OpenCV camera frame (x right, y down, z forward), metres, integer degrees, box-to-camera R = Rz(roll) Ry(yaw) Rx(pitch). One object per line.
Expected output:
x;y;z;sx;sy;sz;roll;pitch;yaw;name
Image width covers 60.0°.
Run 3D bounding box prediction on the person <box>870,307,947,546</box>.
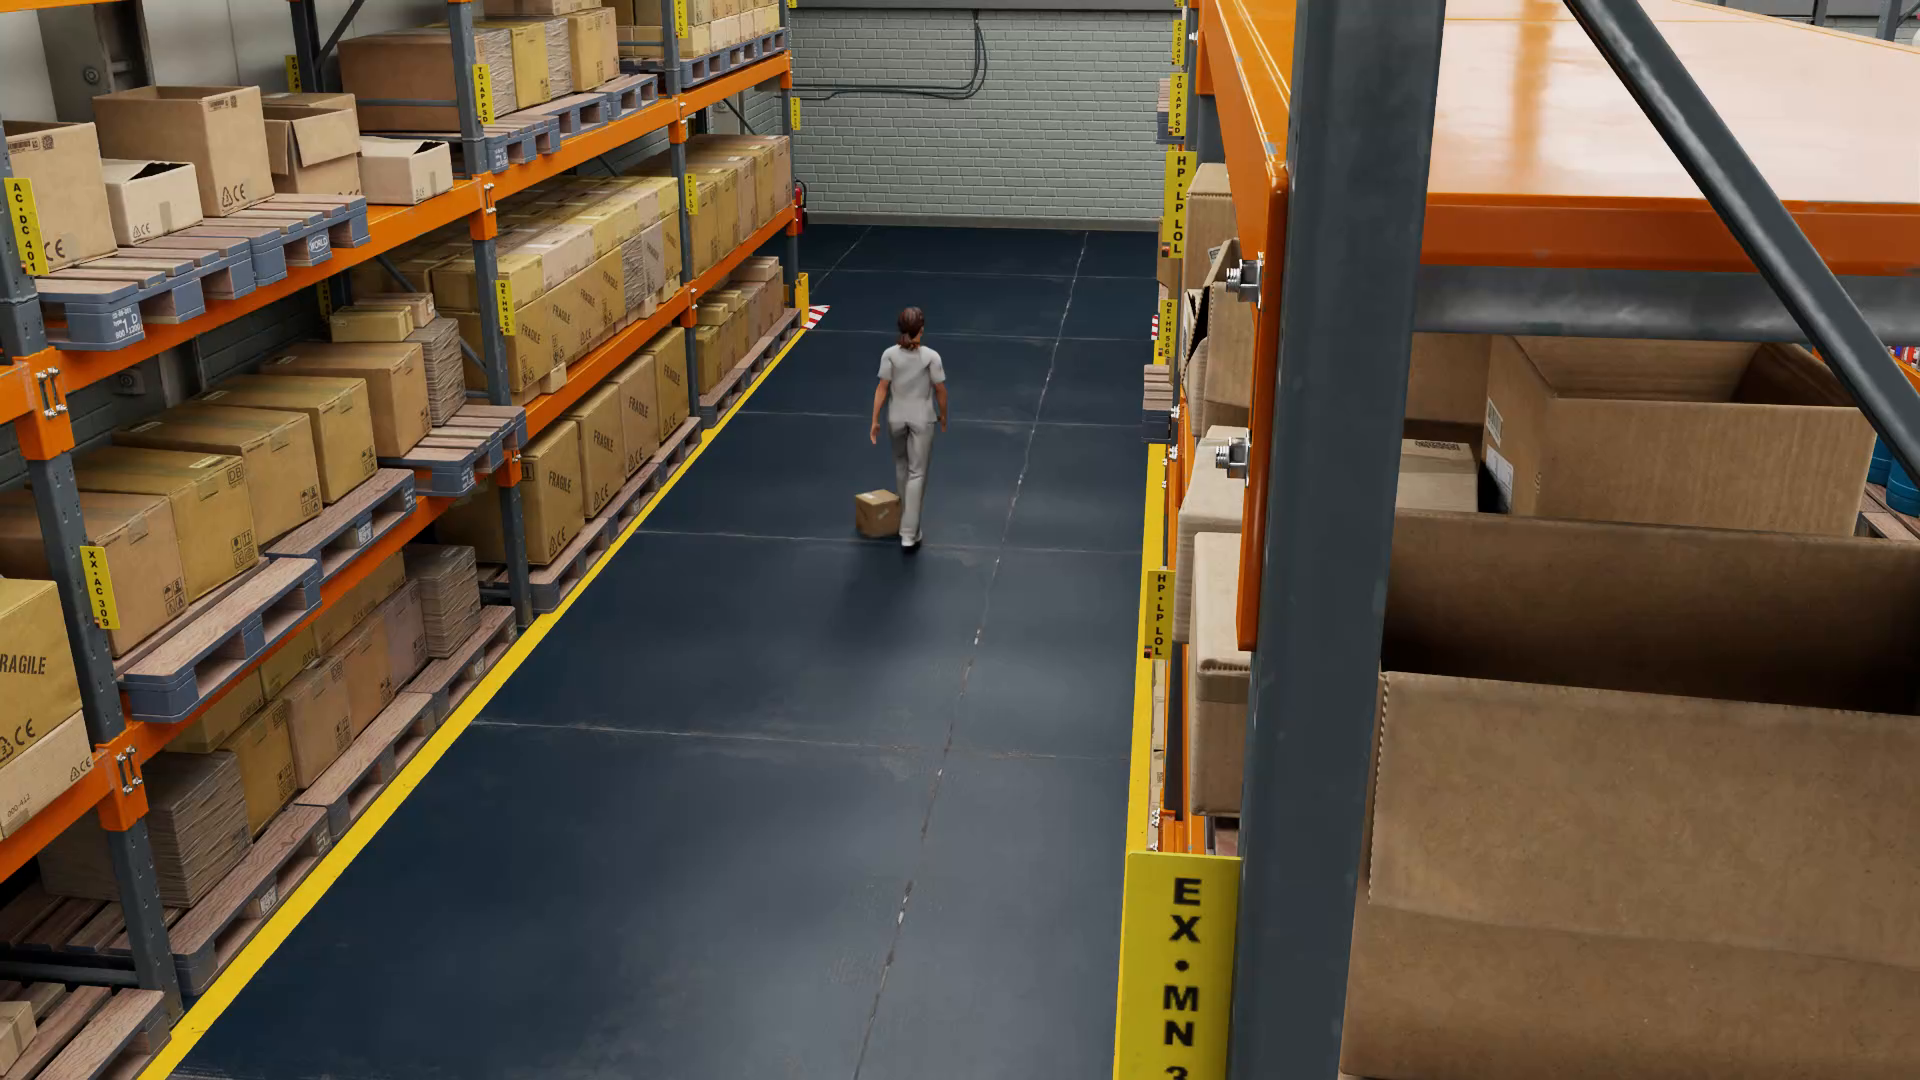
-0.343;-0.804;11.698;0.497;1.702;0.804;5;22;13;person
